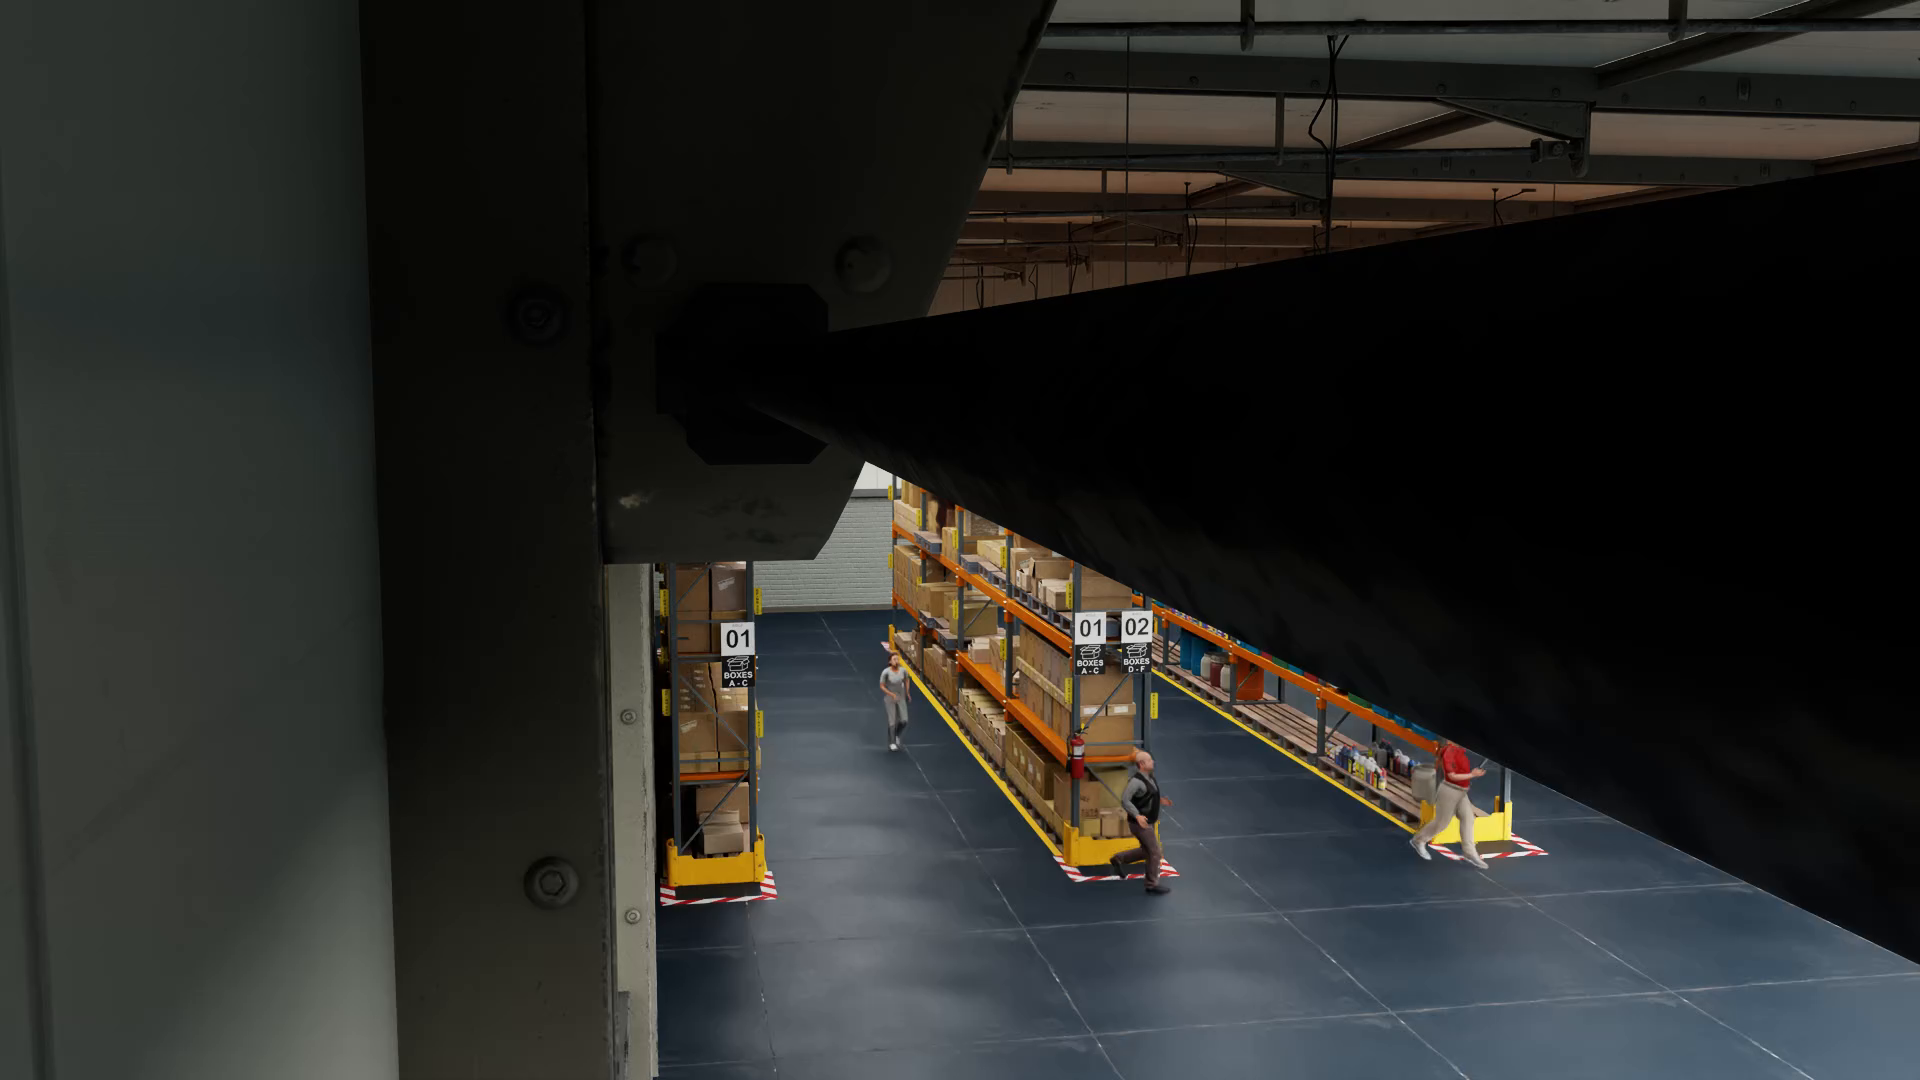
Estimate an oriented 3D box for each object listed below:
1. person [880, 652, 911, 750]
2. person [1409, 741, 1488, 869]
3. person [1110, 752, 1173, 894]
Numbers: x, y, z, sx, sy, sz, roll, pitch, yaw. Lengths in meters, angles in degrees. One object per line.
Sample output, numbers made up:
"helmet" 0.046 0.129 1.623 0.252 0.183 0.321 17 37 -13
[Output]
"person" -1.029 2.613 26.920 0.543 1.624 0.636 -2 7 -19
"person" 6.147 3.202 20.833 0.959 1.747 0.650 4 7 33
"person" 2.134 3.351 19.787 0.772 1.693 0.661 2 7 21
